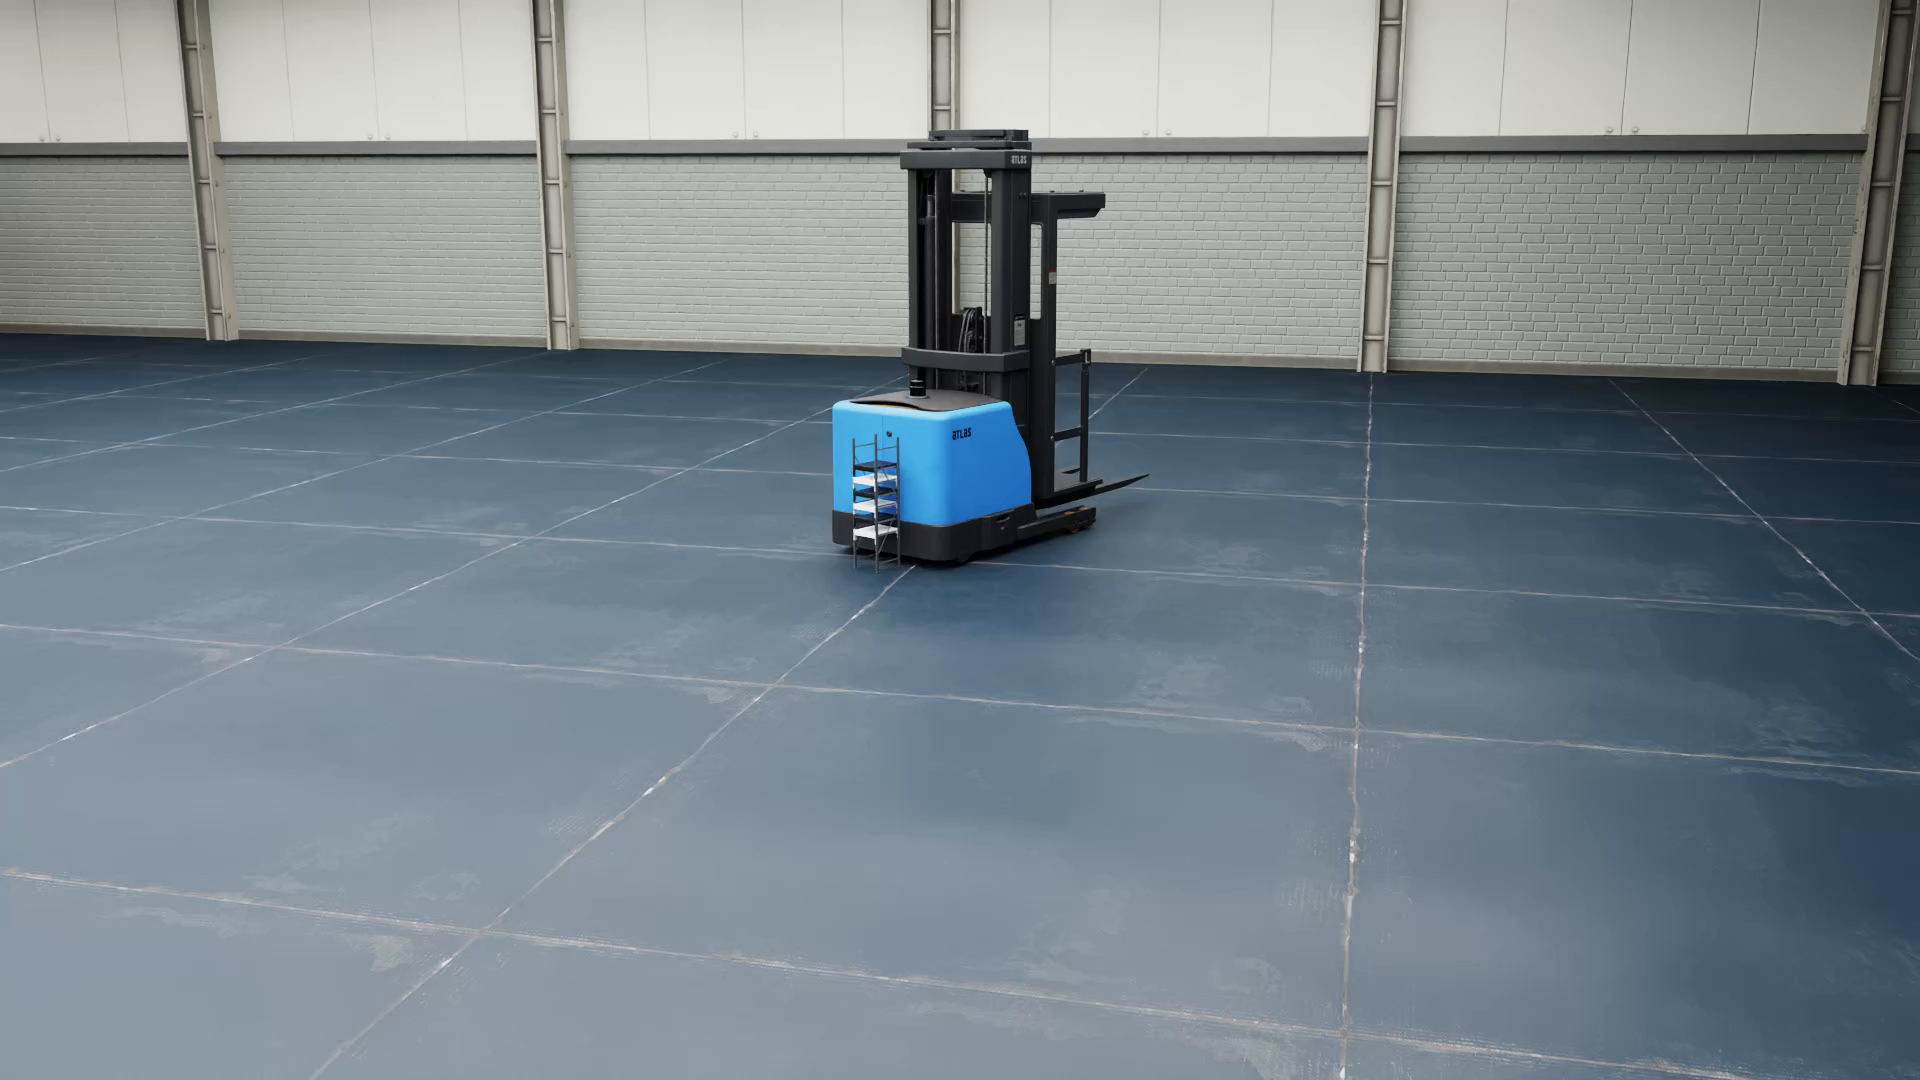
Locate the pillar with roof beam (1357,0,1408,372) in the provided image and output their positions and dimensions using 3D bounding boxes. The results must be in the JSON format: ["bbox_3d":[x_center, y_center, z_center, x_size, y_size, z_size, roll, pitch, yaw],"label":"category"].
[{"bbox_3d":[4.567,-5.787,17.543,0.400,9.000,9.100,3,13,14],"label":"pillar with roof beam"}]

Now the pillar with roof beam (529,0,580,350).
[{"bbox_3d":[-7.084,-6.410,20.350,0.400,9.000,9.100,3,13,14],"label":"pillar with roof beam"}]

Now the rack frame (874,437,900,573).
[{"bbox_3d":[-0.489,-0.236,11.220,0.006,0.900,0.240,10,16,39],"label":"rack frame"}]

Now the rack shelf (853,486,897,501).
[{"bbox_3d":[-0.567,-0.305,11.271,0.200,0.077,0.258,10,16,39],"label":"rack shelf"}]

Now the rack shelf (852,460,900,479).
[{"bbox_3d":[-0.567,-0.481,11.232,0.200,0.077,0.258,10,16,39],"label":"rack shelf"}]

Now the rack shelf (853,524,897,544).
[{"bbox_3d":[-0.567,-0.042,11.330,0.200,0.077,0.258,10,16,39],"label":"rack shelf"}]

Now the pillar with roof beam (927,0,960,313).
[{"bbox_3d":[-1.259,-6.099,18.947,0.400,9.000,9.100,3,13,14],"label":"pillar with roof beam"}]

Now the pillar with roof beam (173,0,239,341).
[{"bbox_3d":[-12.909,-6.721,21.753,0.400,9.000,9.100,3,13,14],"label":"pillar with roof beam"}]

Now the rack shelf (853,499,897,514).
[{"bbox_3d":[-0.567,-0.218,11.291,0.200,0.077,0.258,10,16,39],"label":"rack shelf"}]

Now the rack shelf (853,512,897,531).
[{"bbox_3d":[-0.567,-0.130,11.310,0.200,0.077,0.258,10,16,39],"label":"rack shelf"}]

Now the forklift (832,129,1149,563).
[{"bbox_3d":[0.379,-1.540,12.406,1.130,2.935,3.031,9,16,36],"label":"forklift"}]

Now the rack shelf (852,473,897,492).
[{"bbox_3d":[-0.567,-0.393,11.252,0.200,0.077,0.258,10,16,39],"label":"rack shelf"}]

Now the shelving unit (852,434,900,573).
[{"bbox_3d":[-0.567,-0.250,11.284,0.210,0.900,0.258,10,16,39],"label":"shelving unit"}]

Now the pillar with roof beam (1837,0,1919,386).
[{"bbox_3d":[10.392,-5.476,16.140,0.400,9.000,9.100,3,13,14],"label":"pillar with roof beam"}]

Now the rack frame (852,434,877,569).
[{"bbox_3d":[-0.645,-0.264,11.347,0.006,0.900,0.240,10,16,39],"label":"rack frame"}]
